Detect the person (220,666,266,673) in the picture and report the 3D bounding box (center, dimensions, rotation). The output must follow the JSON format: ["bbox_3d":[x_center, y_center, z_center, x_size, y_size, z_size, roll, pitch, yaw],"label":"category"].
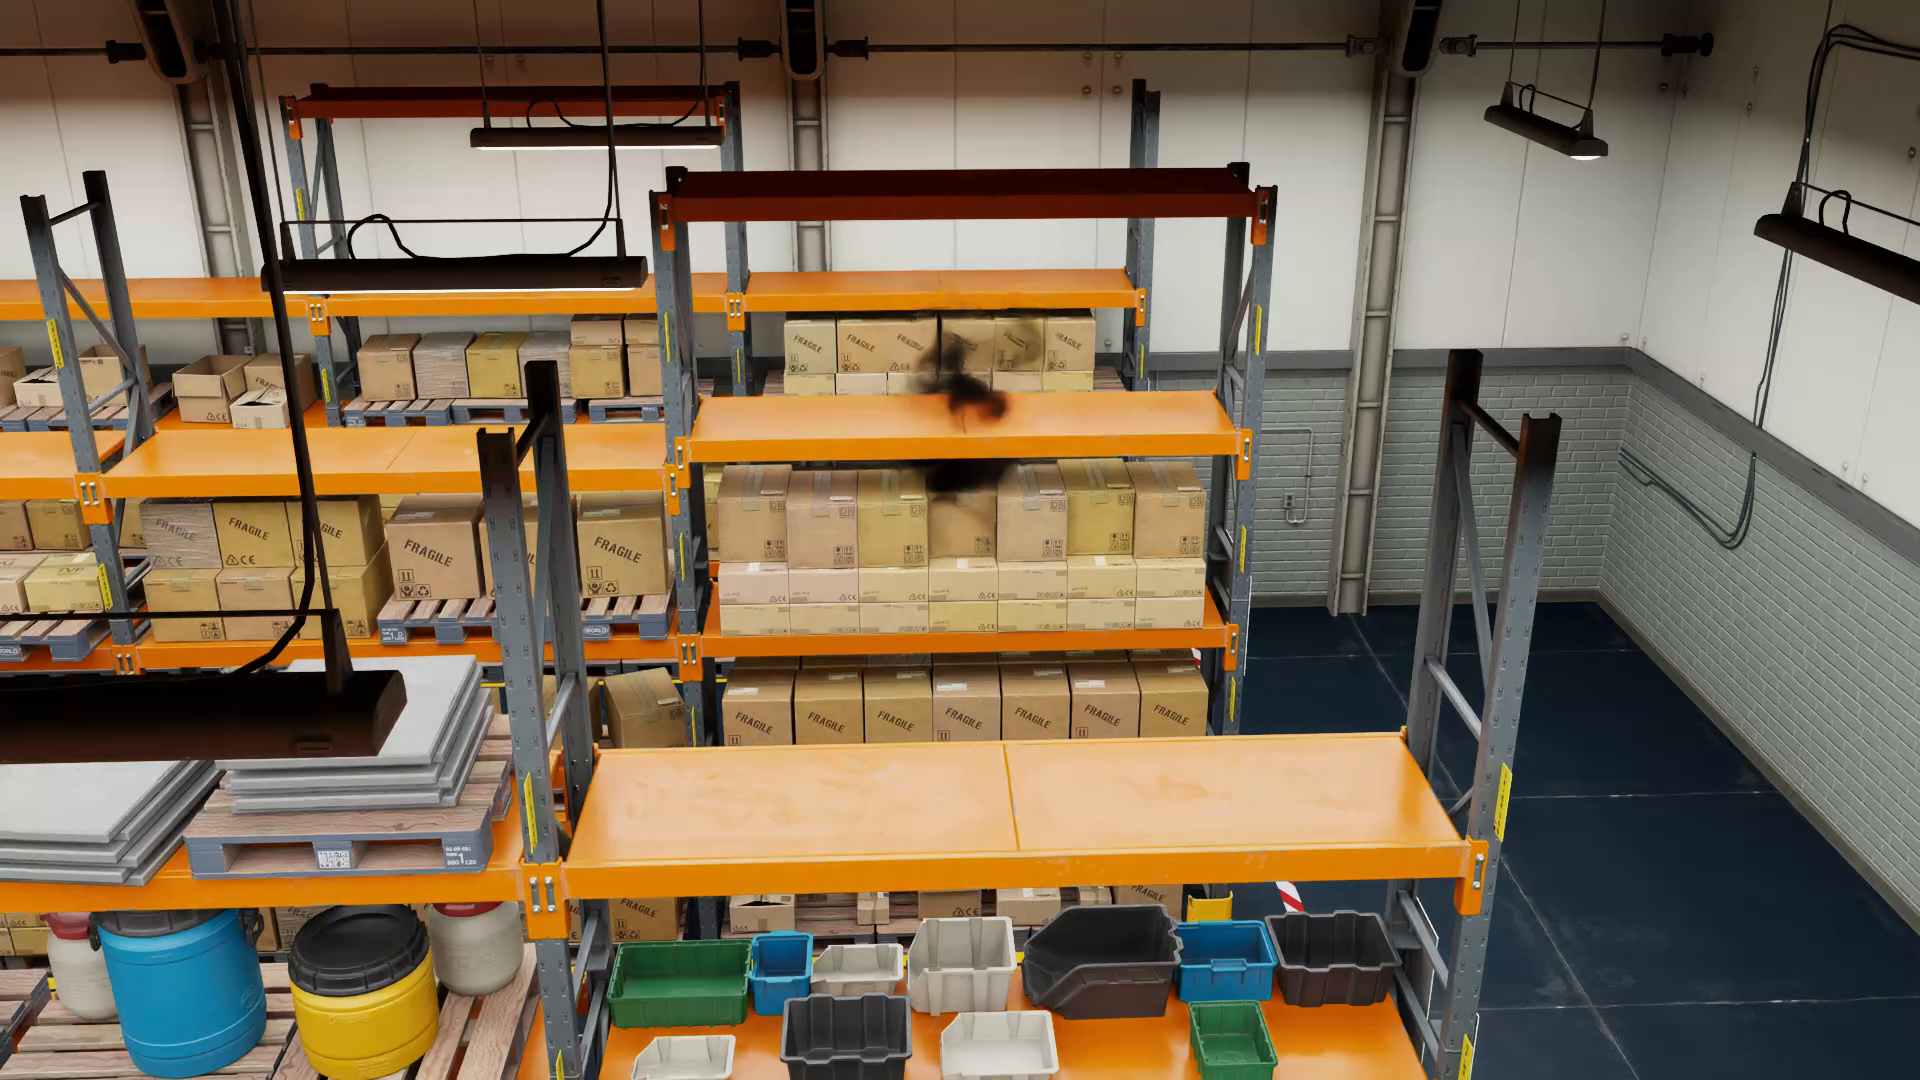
[{"bbox_3d":[-6.507,1.497,15.279,0.792,1.691,0.578,-5,23,-13],"label":"person"}]
